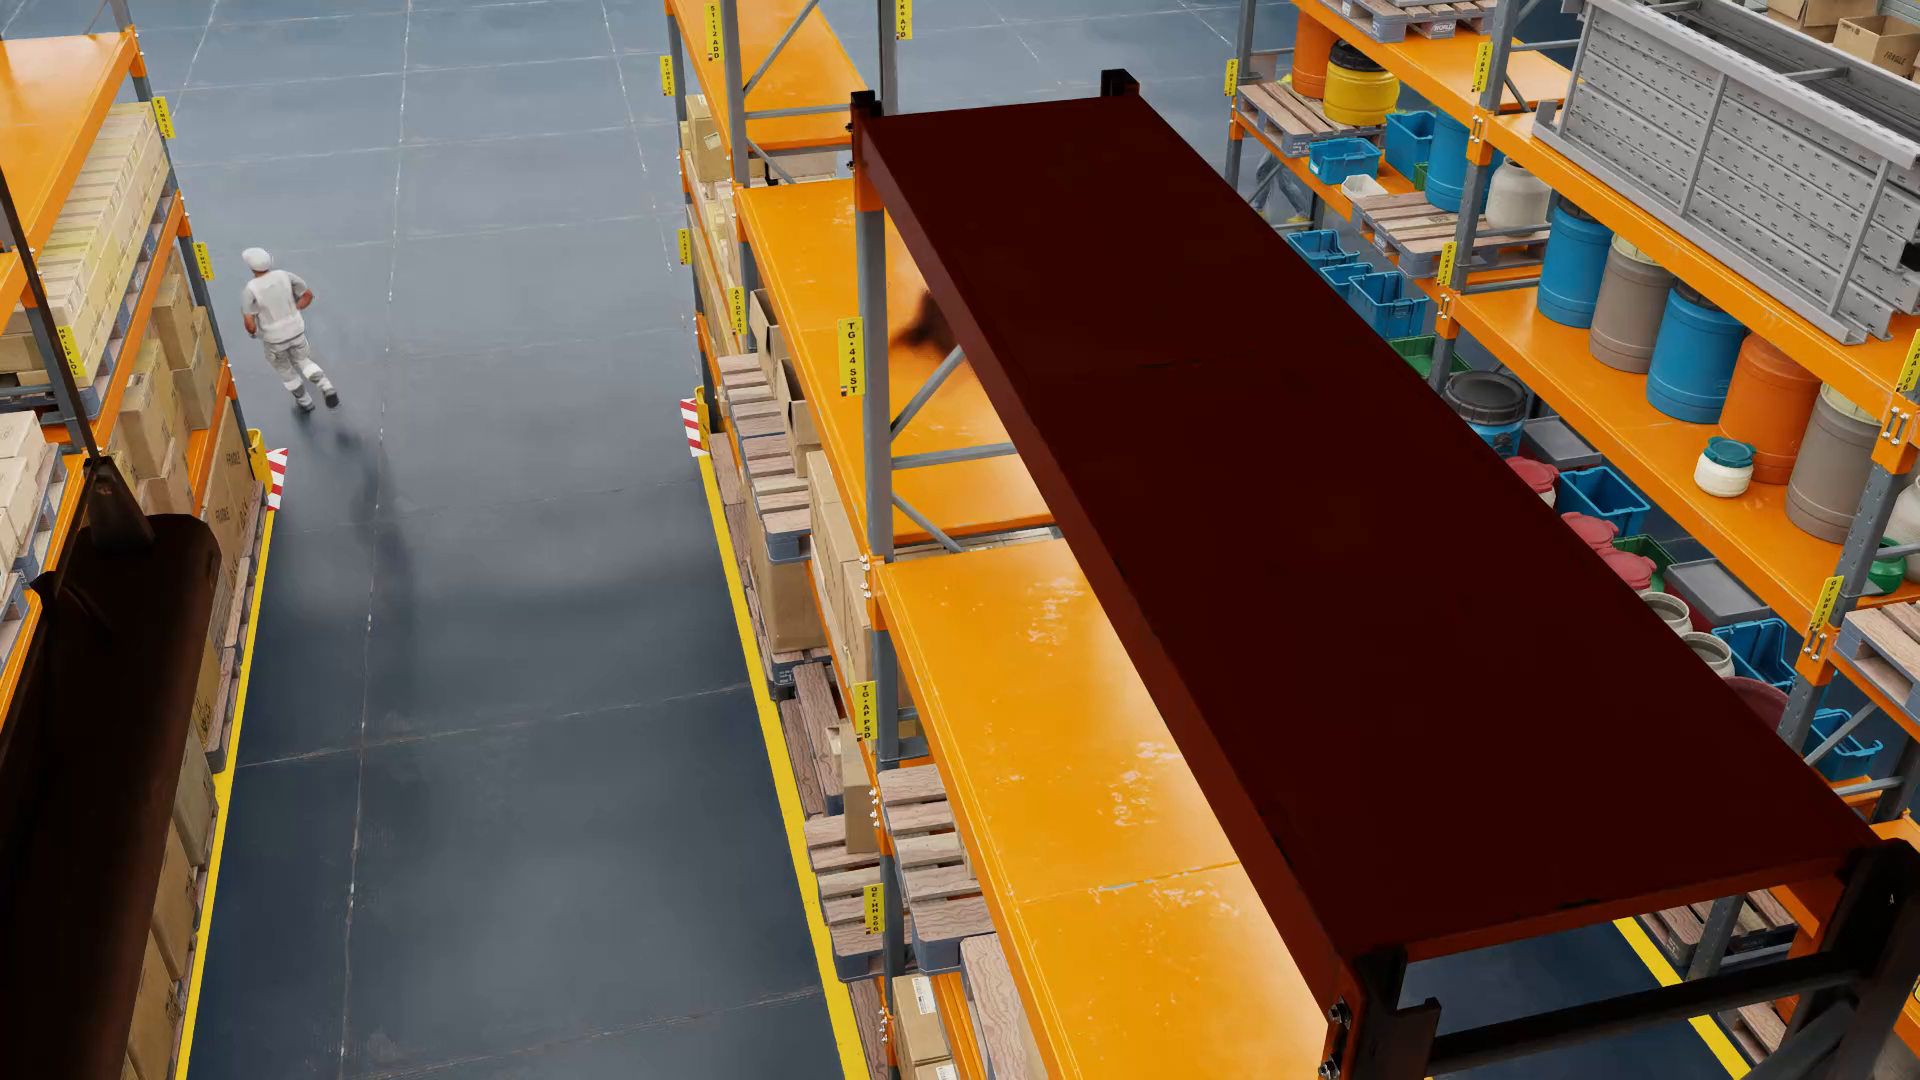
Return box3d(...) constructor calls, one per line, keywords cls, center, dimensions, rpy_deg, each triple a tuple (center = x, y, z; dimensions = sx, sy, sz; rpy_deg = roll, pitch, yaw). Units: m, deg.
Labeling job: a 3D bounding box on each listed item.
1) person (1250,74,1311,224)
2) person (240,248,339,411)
box3d(cls="person", center=(3.672, -4.424, 18.963), dimensions=(0.871, 1.806, 0.685), rpy_deg=(7, 35, 11))
box3d(cls="person", center=(-6.234, -1.878, 15.311), dimensions=(0.703, 1.769, 0.679), rpy_deg=(27, 43, 34))
